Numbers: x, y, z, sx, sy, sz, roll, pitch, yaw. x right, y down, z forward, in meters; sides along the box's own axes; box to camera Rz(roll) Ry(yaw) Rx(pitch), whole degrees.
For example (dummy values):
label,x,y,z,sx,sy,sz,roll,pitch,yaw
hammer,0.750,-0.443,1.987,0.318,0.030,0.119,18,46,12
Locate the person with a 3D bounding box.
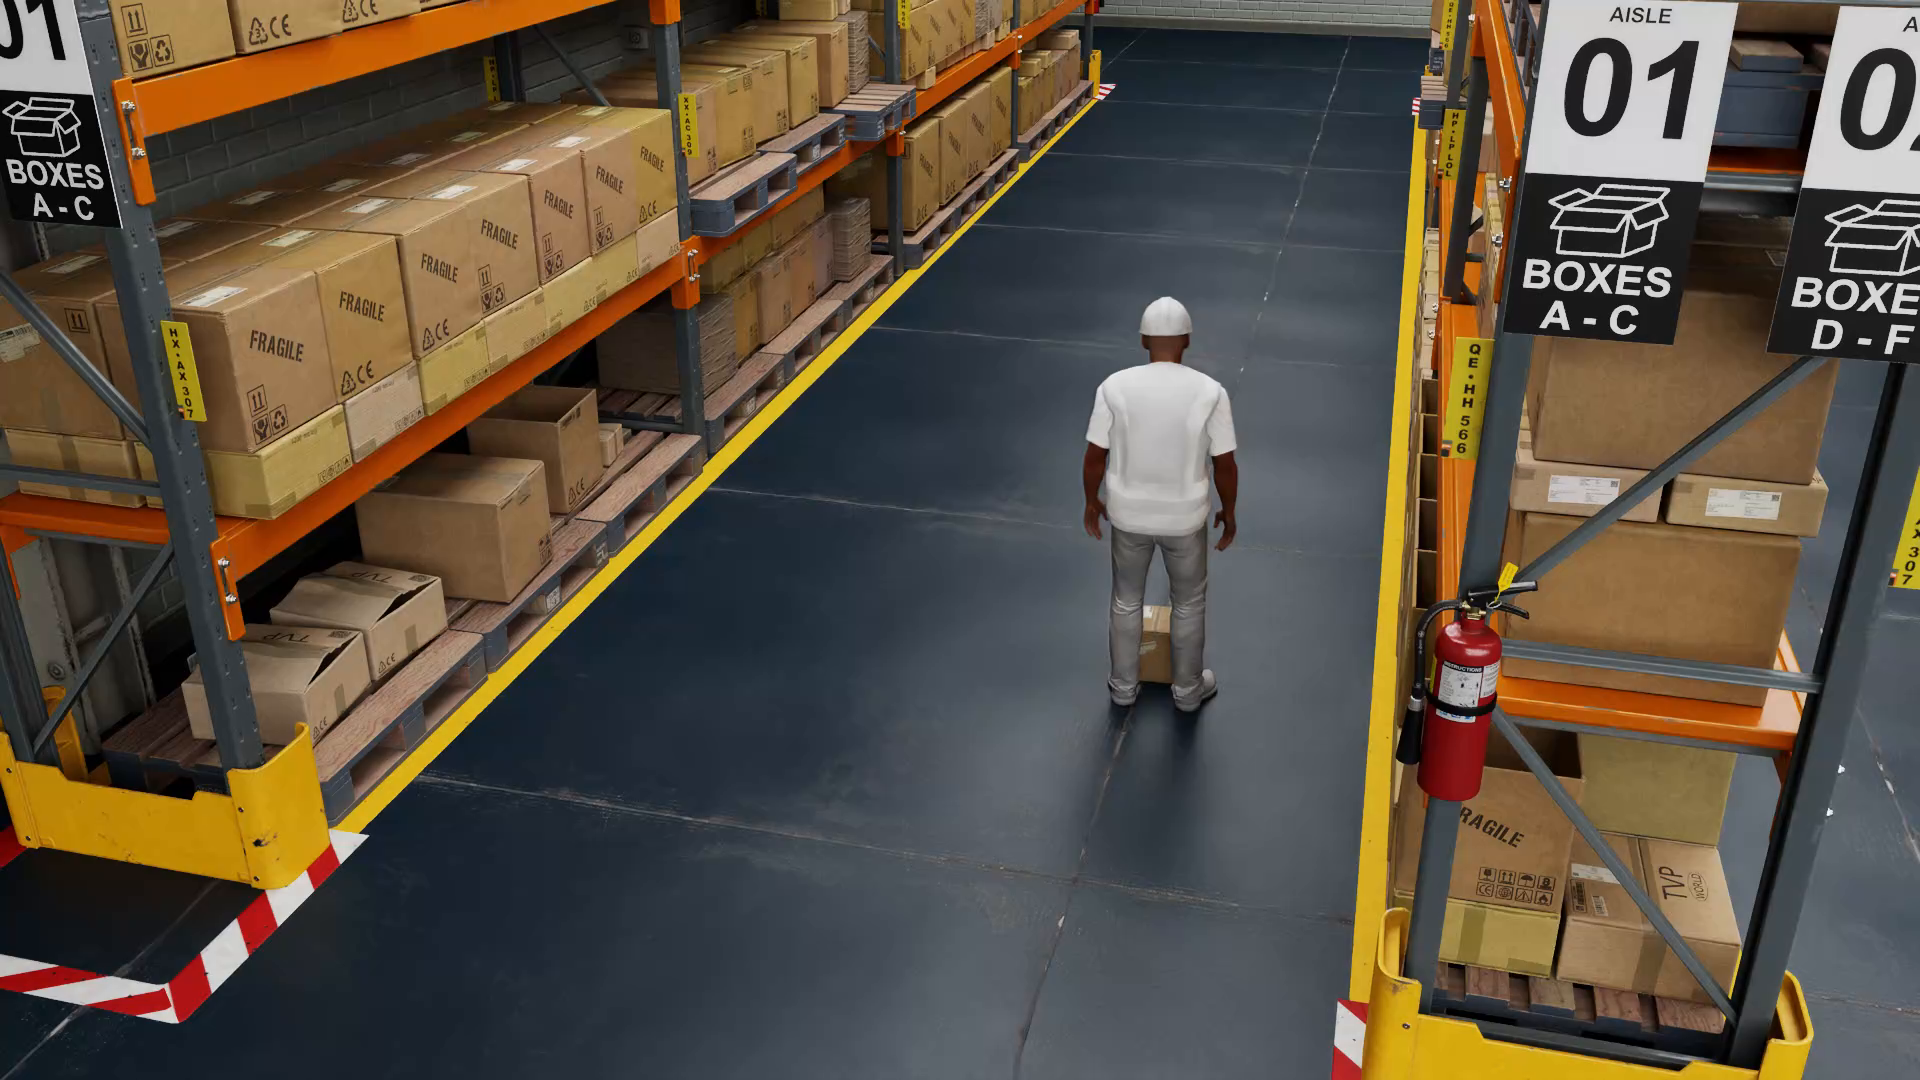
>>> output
label,x,y,z,sx,sy,sz,roll,pitch,yaw
person,0.825,-0.130,6.864,0.633,1.760,0.463,6,26,12
